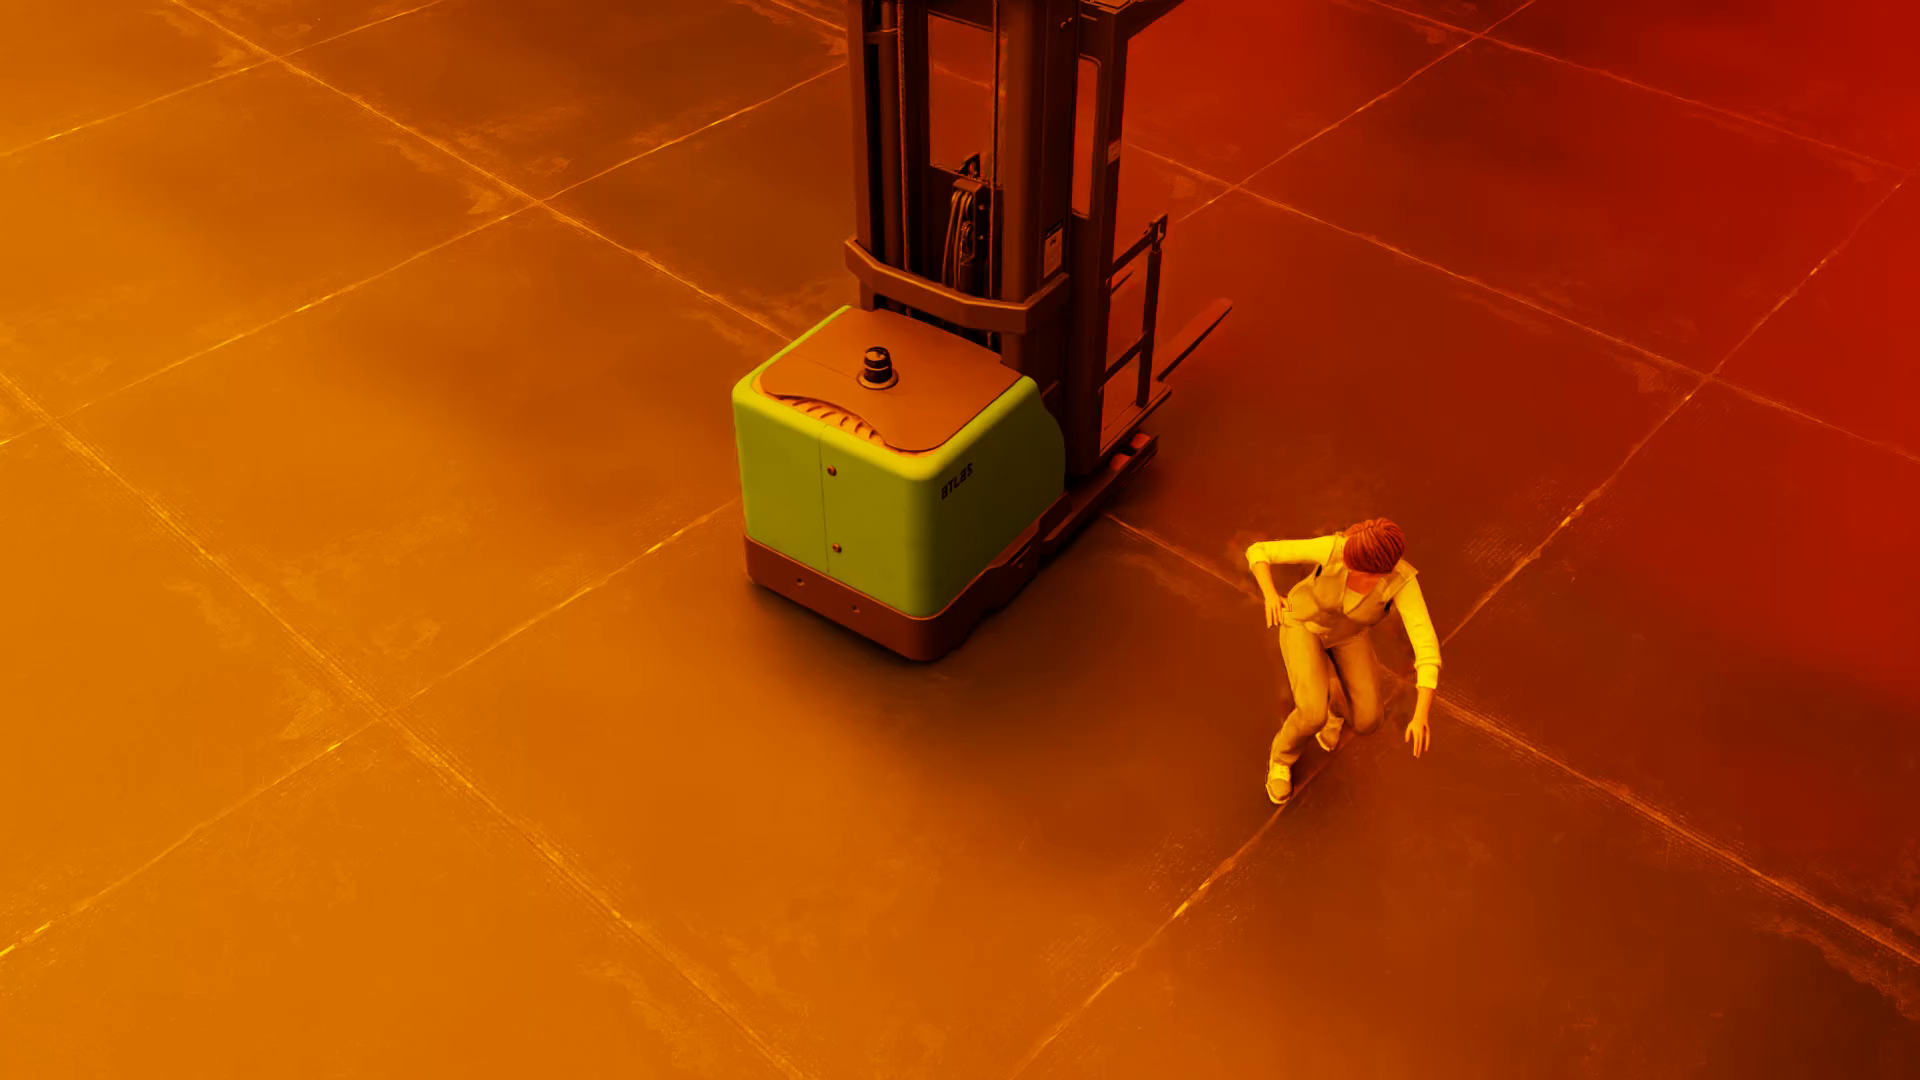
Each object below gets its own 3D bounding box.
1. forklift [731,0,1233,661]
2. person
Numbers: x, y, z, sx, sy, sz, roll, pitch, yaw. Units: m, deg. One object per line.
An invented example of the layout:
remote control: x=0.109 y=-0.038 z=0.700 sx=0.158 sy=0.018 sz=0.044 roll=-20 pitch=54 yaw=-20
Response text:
forklift: x=0.306 y=-1.525 z=7.206 sx=1.130 sy=2.935 sz=3.031 roll=24 pitch=46 yaw=26
person: x=1.368 y=0.470 z=6.114 sx=0.680 sy=1.331 sz=0.882 roll=2 pitch=41 yaw=2
